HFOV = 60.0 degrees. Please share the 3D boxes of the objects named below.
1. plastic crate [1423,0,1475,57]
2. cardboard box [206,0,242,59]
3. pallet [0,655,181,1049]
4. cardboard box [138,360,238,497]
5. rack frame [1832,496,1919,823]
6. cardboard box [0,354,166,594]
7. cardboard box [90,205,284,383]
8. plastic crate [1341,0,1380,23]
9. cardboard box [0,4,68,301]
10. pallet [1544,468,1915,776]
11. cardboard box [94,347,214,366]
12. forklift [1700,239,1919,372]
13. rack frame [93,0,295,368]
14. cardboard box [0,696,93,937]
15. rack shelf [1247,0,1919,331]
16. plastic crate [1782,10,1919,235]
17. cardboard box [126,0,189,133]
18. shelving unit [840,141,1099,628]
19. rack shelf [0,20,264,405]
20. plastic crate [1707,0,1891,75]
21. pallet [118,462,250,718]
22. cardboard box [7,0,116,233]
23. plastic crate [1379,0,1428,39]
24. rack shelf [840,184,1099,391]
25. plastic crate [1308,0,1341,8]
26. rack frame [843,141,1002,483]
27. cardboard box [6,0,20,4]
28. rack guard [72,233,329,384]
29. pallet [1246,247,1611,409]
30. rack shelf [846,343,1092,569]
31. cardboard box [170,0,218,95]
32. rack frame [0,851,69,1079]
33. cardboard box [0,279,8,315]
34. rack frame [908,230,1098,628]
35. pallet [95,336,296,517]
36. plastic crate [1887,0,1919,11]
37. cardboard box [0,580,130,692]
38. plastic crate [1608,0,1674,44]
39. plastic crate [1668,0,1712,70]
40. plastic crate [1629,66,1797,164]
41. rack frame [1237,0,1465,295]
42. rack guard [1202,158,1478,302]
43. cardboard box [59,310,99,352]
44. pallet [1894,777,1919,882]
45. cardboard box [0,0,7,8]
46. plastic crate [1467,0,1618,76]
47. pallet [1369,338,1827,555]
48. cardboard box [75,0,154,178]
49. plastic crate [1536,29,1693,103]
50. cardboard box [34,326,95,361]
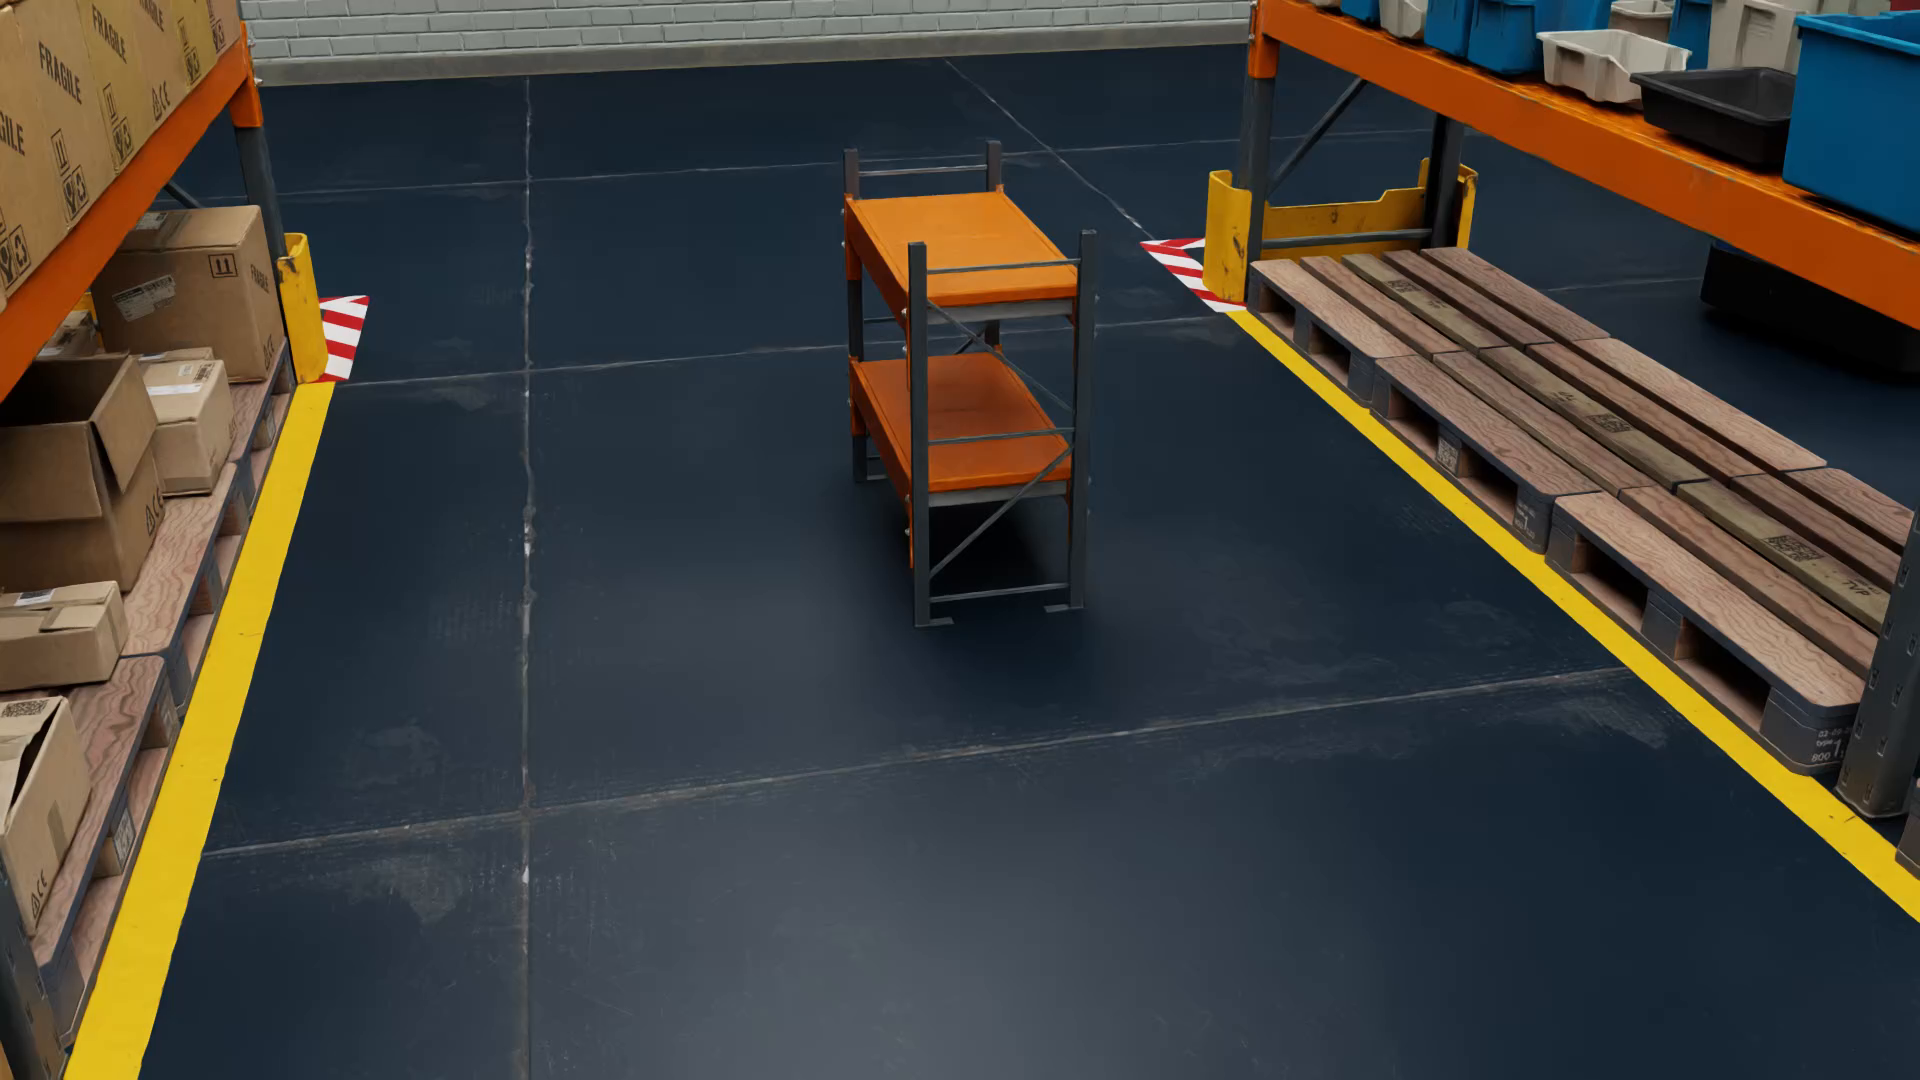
[{"bbox_3d":[1.747,-1.737,5.482,0.416,0.233,0.300,-6,27,-12],"label":"plastic crate"},{"bbox_3d":[-2.745,-1.879,5.533,0.500,0.500,0.500,-5,27,-10],"label":"cardboard box"},{"bbox_3d":[-2.364,0.696,3.637,1.003,0.211,1.213,-6,27,-12],"label":"pallet"},{"bbox_3d":[-2.564,-0.338,5.155,0.500,0.250,0.500,-6,27,-12],"label":"cardboard box"},{"bbox_3d":[2.617,-0.749,3.404,1.000,3.000,0.127,-6,27,-12],"label":"rack frame"},{"bbox_3d":[-2.638,-0.154,4.508,0.797,0.503,0.637,-6,27,-12],"label":"cardboard box"},{"bbox_3d":[-2.749,-0.870,5.931,0.500,0.500,0.500,-6,27,-12],"label":"cardboard box"},{"bbox_3d":[1.599,-2.026,6.054,0.416,0.233,0.300,-6,27,-12],"label":"plastic crate"},{"bbox_3d":[-2.178,-0.768,3.331,0.500,0.500,0.500,-5,27,-11],"label":"cardboard box"},{"bbox_3d":[2.413,0.177,4.665,1.003,0.211,1.213,-6,27,-12],"label":"pallet"},{"bbox_3d":[-2.745,-0.534,5.636,0.380,0.166,0.250,-6,27,-12],"label":"cardboard box"},{"bbox_3d":[4.727,-2.387,6.726,3.031,2.935,1.130,-13,29,-24],"label":"forklift"},{"bbox_3d":[-3.111,-2.003,5.890,1.000,3.000,0.127,-6,27,-12],"label":"rack frame"},{"bbox_3d":[-2.094,0.550,3.326,0.500,0.311,0.500,-6,27,-12],"label":"cardboard box"},{"bbox_3d":[2.166,-1.306,5.306,1.077,0.370,4.000,-6,27,-12],"label":"rack shelf"},{"bbox_3d":[2.179,-0.939,3.732,0.392,0.384,0.575,-6,27,-12],"label":"plastic crate"},{"bbox_3d":[-2.518,-1.432,4.647,0.500,0.500,0.500,-6,27,-11],"label":"cardboard box"},{"bbox_3d":[-0.002,-0.505,5.002,0.538,1.125,1.048,-6,27,-12],"label":"shelving unit"},{"bbox_3d":[-2.661,-0.804,4.313,1.077,0.370,4.000,-6,27,-12],"label":"rack shelf"},{"bbox_3d":[2.452,-1.412,4.783,0.437,0.282,0.530,-6,27,-12],"label":"plastic crate"},{"bbox_3d":[-2.642,0.159,4.700,1.003,0.211,1.213,-6,27,-12],"label":"pallet"},{"bbox_3d":[-2.288,-0.988,3.767,0.500,0.500,0.500,-6,27,-12],"label":"cardboard box"},{"bbox_3d":[1.595,-1.825,5.763,0.250,0.136,0.298,-6,27,-12],"label":"plastic crate"},{"bbox_3d":[-0.002,-0.766,4.871,0.538,0.278,1.000,-6,27,-12],"label":"rack shelf"},{"bbox_3d":[1.442,-2.123,6.353,0.250,0.136,0.298,-6,27,-12],"label":"plastic crate"},{"bbox_3d":[-0.116,-0.728,5.445,0.500,1.125,0.032,-6,27,-12],"label":"rack frame"},{"bbox_3d":[-2.274,-1.426,3.526,0.500,0.500,0.500,-7,28,-13],"label":"cardboard box"},{"bbox_3d":[-3.094,-0.854,6.387,1.175,0.500,0.348,-6,27,-12],"label":"rack guard"},{"bbox_3d":[1.863,-0.894,6.787,1.003,0.211,1.213,-6,27,-12],"label":"pallet"},{"bbox_3d":[-0.002,-0.287,5.113,0.538,0.278,1.000,-6,27,-12],"label":"rack shelf"},{"bbox_3d":[-2.625,-1.652,5.082,0.500,0.500,0.500,-6,27,-11],"label":"cardboard box"},{"bbox_3d":[-2.210,-0.247,2.411,1.000,3.000,0.127,-6,27,-12],"label":"rack frame"},{"bbox_3d":[-2.059,-0.543,2.887,0.500,0.500,0.500,-5,27,-10],"label":"cardboard box"},{"bbox_3d":[0.113,-0.282,4.560,0.500,1.125,0.032,-6,27,-12],"label":"rack frame"},{"bbox_3d":[-2.914,-0.375,5.759,1.003,0.211,1.213,-6,27,-12],"label":"pallet"},{"bbox_3d":[2.660,-1.221,4.204,0.402,0.464,0.583,-6,27,-12],"label":"plastic crate"},{"bbox_3d":[-2.298,0.236,4.109,0.380,0.166,0.250,-6,27,-12],"label":"cardboard box"},{"bbox_3d":[2.298,-1.698,5.510,0.298,0.136,0.250,-6,27,-12],"label":"plastic crate"},{"bbox_3d":[2.428,-1.581,5.173,0.416,0.233,0.300,-6,27,-12],"label":"plastic crate"},{"bbox_3d":[2.103,-1.117,4.372,0.437,0.125,0.590,-6,27,-12],"label":"plastic crate"},{"bbox_3d":[1.715,-2.505,6.883,1.000,3.000,0.127,-6,27,-12],"label":"rack frame"},{"bbox_3d":[1.697,-1.398,7.465,1.175,0.500,0.348,-6,27,-12],"label":"rack guard"},{"bbox_3d":[-3.352,-0.708,6.000,0.380,0.149,0.250,-6,27,-12],"label":"cardboard box"},{"bbox_3d":[2.750,0.839,3.353,1.003,0.211,1.213,-6,27,-12],"label":"pallet"},{"bbox_3d":[-2.159,-1.200,3.078,0.500,0.500,0.500,-7,28,-13],"label":"cardboard box"},{"bbox_3d":[1.815,-1.605,5.220,0.416,0.233,0.300,-6,27,-12],"label":"plastic crate"},{"bbox_3d":[2.135,-0.359,5.728,1.003,0.211,1.213,-6,27,-12],"label":"pallet"},{"bbox_3d":[-2.404,-1.211,4.209,0.500,0.500,0.500,-6,27,-12],"label":"cardboard box"},{"bbox_3d":[1.932,-1.392,4.904,0.293,0.136,0.466,-6,27,-12],"label":"plastic crate"},{"bbox_3d":[-3.153,-0.485,5.446,0.500,0.250,0.500,-6,27,-12],"label":"cardboard box"}]
